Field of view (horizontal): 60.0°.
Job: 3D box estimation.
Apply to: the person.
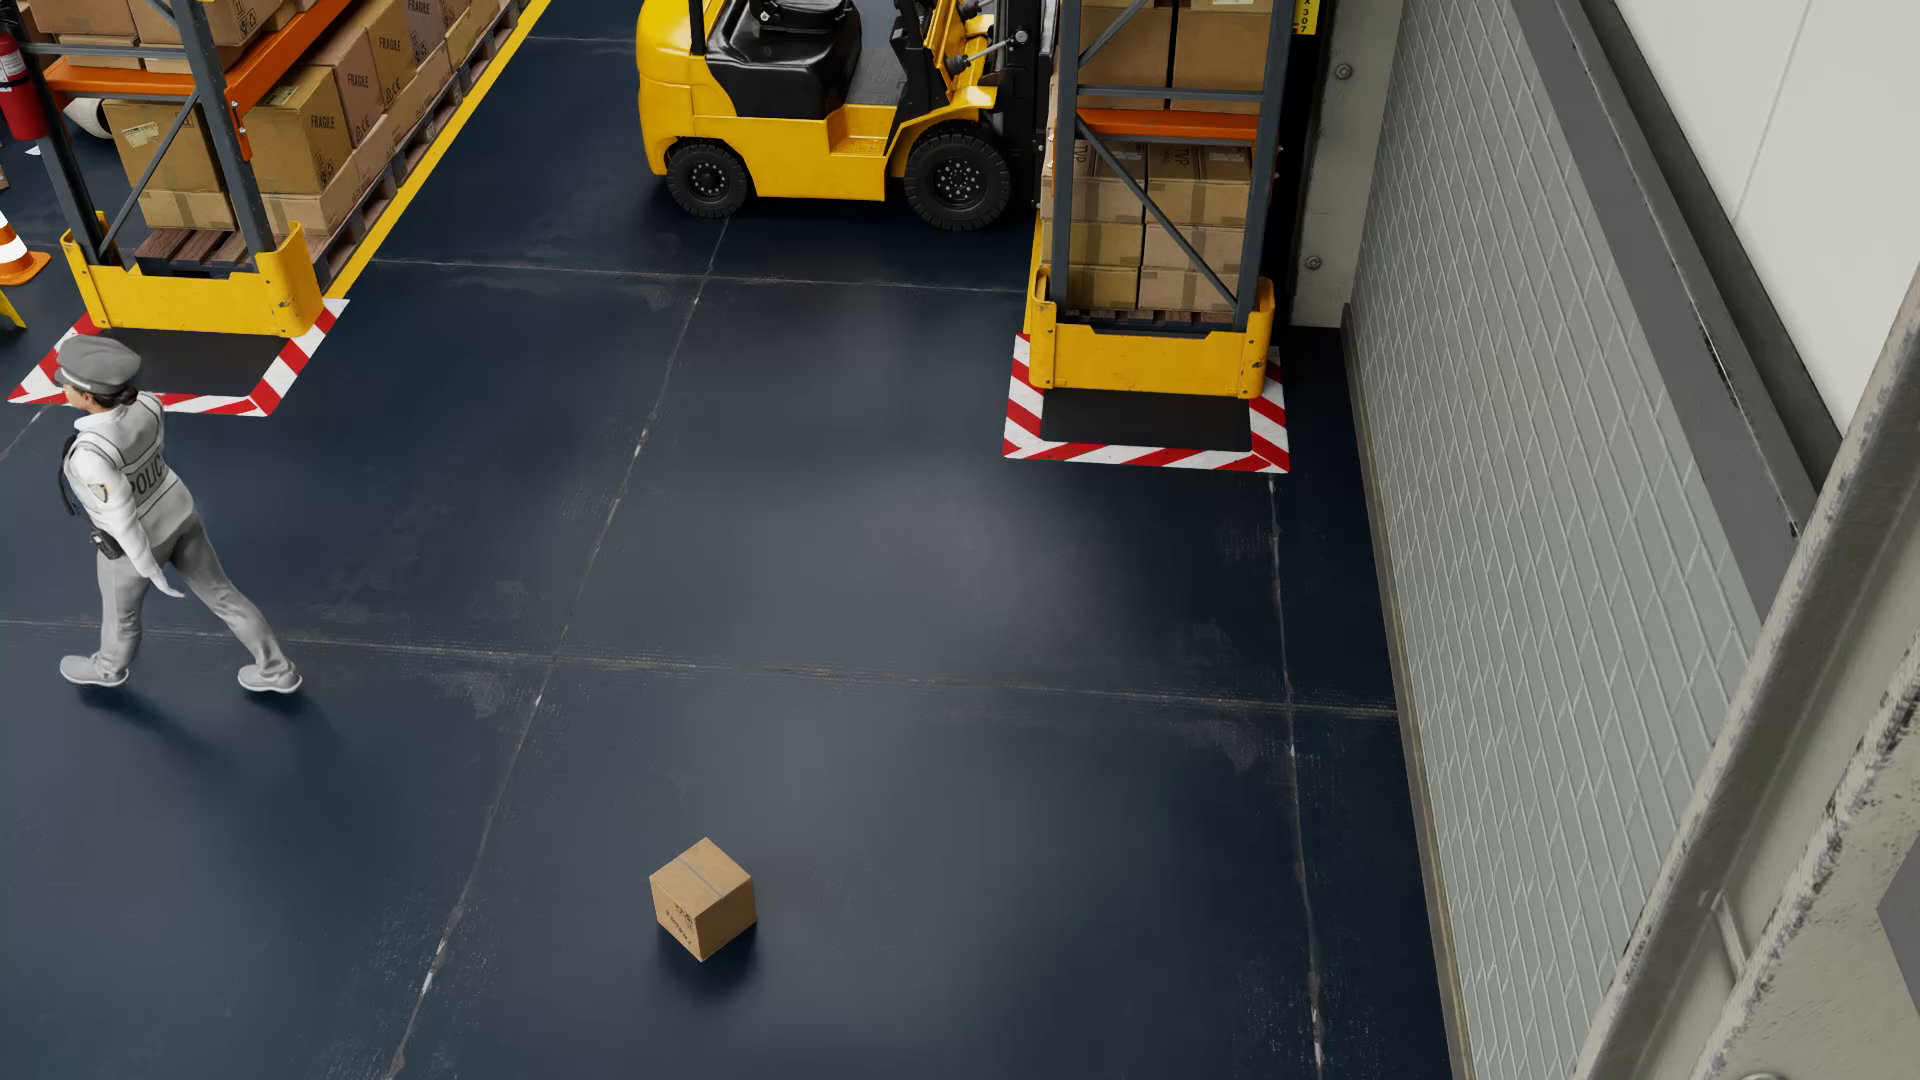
[{"bbox_3d":[-3.112,-0.075,6.205,0.984,1.634,0.484,11,42,13],"label":"person"}]
